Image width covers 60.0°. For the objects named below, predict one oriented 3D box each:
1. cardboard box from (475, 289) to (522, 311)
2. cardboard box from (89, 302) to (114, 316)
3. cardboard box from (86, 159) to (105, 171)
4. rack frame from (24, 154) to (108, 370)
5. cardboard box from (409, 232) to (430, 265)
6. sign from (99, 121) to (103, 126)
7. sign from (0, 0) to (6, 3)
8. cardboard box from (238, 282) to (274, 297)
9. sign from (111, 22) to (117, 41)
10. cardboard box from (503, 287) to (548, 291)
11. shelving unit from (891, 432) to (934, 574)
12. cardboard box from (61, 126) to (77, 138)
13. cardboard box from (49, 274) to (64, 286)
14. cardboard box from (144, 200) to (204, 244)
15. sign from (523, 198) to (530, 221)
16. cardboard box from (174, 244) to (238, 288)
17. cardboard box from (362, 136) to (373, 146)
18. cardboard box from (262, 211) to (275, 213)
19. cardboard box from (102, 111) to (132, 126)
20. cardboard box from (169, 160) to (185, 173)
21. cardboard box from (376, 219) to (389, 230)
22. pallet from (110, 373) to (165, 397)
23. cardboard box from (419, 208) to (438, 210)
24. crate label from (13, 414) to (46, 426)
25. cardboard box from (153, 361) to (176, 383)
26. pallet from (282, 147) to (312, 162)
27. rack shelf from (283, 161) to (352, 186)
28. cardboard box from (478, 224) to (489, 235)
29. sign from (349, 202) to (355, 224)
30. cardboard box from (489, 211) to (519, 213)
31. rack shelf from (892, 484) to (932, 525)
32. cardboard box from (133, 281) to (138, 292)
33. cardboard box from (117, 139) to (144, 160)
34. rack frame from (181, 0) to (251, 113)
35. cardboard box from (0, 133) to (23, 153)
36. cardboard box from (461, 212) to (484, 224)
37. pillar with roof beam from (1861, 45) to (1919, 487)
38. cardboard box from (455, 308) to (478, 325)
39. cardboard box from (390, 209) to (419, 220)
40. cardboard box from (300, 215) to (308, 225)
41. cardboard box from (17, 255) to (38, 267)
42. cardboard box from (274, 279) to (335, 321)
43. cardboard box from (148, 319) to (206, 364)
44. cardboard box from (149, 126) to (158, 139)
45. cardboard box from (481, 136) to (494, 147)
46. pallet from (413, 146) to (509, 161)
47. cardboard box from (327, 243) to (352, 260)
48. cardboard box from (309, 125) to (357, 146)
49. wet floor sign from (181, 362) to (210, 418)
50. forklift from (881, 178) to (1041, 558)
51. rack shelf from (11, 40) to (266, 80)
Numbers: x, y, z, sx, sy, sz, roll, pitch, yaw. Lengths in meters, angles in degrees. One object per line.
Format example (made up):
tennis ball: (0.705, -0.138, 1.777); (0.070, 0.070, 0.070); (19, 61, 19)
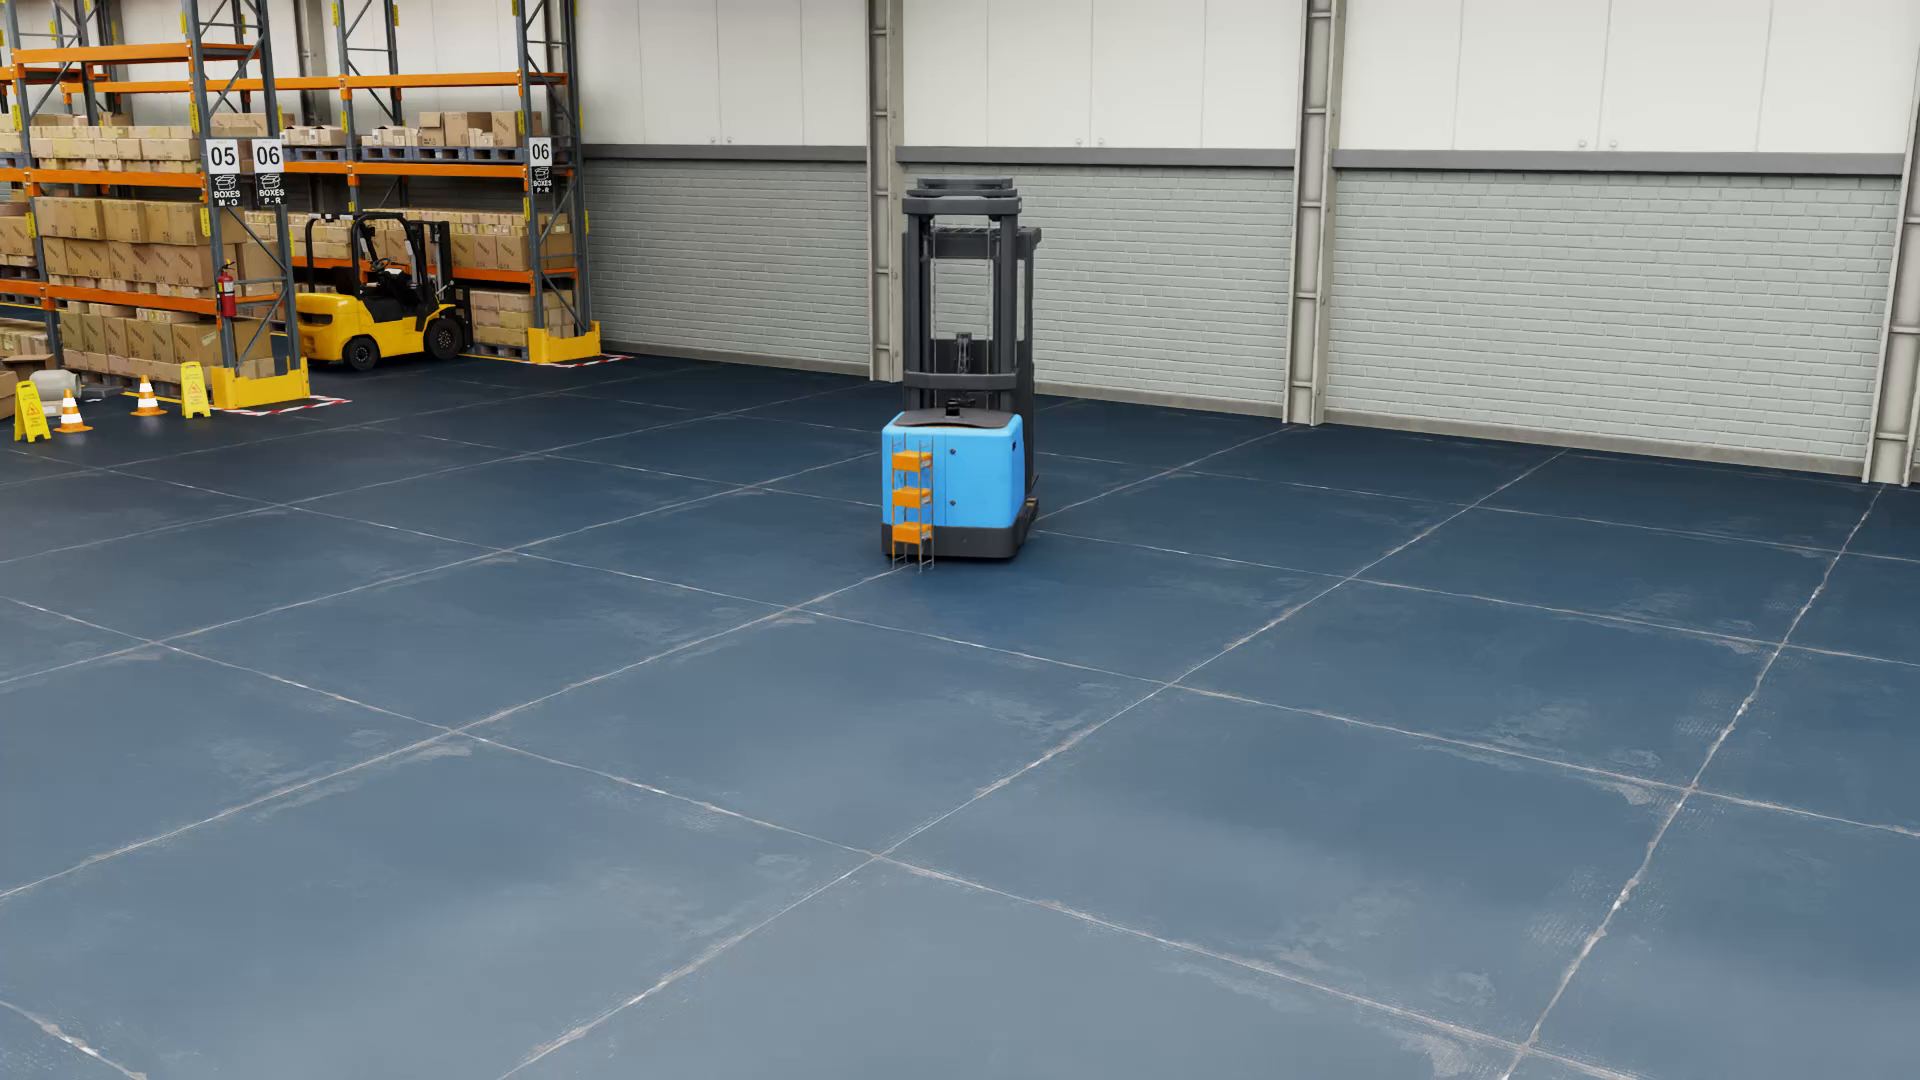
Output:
cardboard box: (-6.868, -3.584, 24.828); (0.500, 0.250, 0.500); (10, 17, 34)
cardboard box: (-11.135, -3.027, 21.747); (0.250, 0.149, 0.380); (10, 17, 35)
cardboard box: (-10.829, -4.762, 21.099); (0.250, 0.149, 0.380); (9, 16, 32)
rack frame: (-11.971, -3.709, 22.565); (0.127, 3.000, 1.000); (9, 17, 33)
cardboard box: (-8.119, -4.502, 25.560); (0.500, 0.500, 0.500); (9, 17, 32)
sign: (-11.675, -5.526, 22.584); (0.005, 0.325, 0.100); (9, 17, 33)
sign: (-12.276, -7.040, 21.263); (0.005, 0.325, 0.100); (9, 17, 33)
cardboard box: (-8.818, -3.138, 20.779); (0.250, 0.149, 0.380); (9, 17, 33)
sign: (-15.537, -9.326, 30.497); (0.005, 0.325, 0.100); (9, 17, 33)
cardboard box: (-6.595, -3.686, 25.239); (0.500, 0.250, 0.500); (9, 17, 33)
shelving unit: (-0.363, -0.283, 12.782); (0.252, 1.050, 0.215); (8, 16, 29)
cardboard box: (-11.243, -5.216, 21.274); (0.250, 0.149, 0.380); (9, 17, 32)
cardboard box: (-11.889, -3.481, 22.166); (0.250, 0.149, 0.380); (9, 17, 33)
cardboard box: (-9.614, -3.946, 20.611); (0.500, 0.500, 0.700); (9, 17, 33)
sign: (-6.199, -4.734, 23.801); (0.005, 0.325, 0.100); (9, 17, 33)
cardboard box: (-9.256, -3.384, 20.423); (0.500, 0.500, 0.500); (9, 16, 32)
cardboard box: (-9.001, -6.165, 25.685); (0.250, 0.149, 0.380); (10, 17, 34)
cardboard box: (-11.680, -5.536, 28.388); (0.250, 0.149, 0.380); (9, 17, 33)
cardboard box: (-15.312, -7.648, 30.194); (0.258, 0.266, 0.396); (9, 17, 33)
cardboard box: (-9.329, -4.526, 20.144); (0.250, 0.149, 0.380); (9, 17, 33)
cardboard box: (-8.871, -4.933, 25.952); (0.250, 0.149, 0.380); (10, 17, 34)
pallet: (-10.378, -2.109, 21.905); (1.213, 0.211, 1.003); (9, 17, 33)
cardboard box: (-8.358, -5.150, 26.208); (0.250, 0.149, 0.380); (9, 17, 32)
crate label: (-10.753, -1.410, 19.234); (0.298, 0.136, 0.250); (1, 14, 4)
cardboard box: (-9.898, -2.168, 21.186); (0.500, 0.250, 0.500); (9, 17, 33)
pallet: (-10.981, -6.378, 27.495); (1.213, 0.211, 1.003); (10, 17, 35)
rack shelf: (-10.864, -6.075, 27.375); (4.000, 0.370, 1.077); (9, 17, 33)
cardboard box: (-6.938, -4.628, 24.718); (0.250, 0.149, 0.380); (9, 17, 32)
sign: (-9.499, -5.114, 25.993); (0.005, 0.325, 0.100); (9, 17, 33)
cardboard box: (-6.899, -4.899, 25.196); (0.250, 0.149, 0.380); (10, 17, 35)
rack shelf: (-0.363, -0.273, 12.784); (0.240, 0.259, 0.215); (8, 16, 29)
cardboard box: (-10.339, -3.267, 21.303); (0.250, 0.149, 0.380); (9, 17, 33)
cardboard box: (-10.077, -4.852, 20.631); (0.500, 0.250, 0.500); (10, 17, 34)
rack frame: (-12.523, -8.148, 28.011); (0.127, 3.000, 1.000); (9, 17, 33)
cardboard box: (-12.537, -5.346, 22.372); (0.500, 0.250, 0.500); (9, 16, 32)
cardboard box: (-7.197, -4.795, 24.772); (0.250, 0.149, 0.380); (10, 17, 34)
pillar with roof beam: (6.574, -4.076, 11.562); (0.400, 9.000, 9.100); (9, 17, 33)
cardboard box: (-7.314, -3.412, 25.173); (0.500, 0.250, 0.500); (9, 16, 32)
cardboard box: (-8.621, -5.056, 25.828); (0.250, 0.149, 0.380); (9, 16, 32)
cardboard box: (-10.484, -5.195, 27.010); (0.250, 0.149, 0.380); (9, 16, 31)
cardboard box: (-12.552, -3.805, 22.601); (0.250, 0.149, 0.380); (9, 17, 34)
cardboard box: (-10.908, -4.024, 27.906); (0.625, 0.625, 0.875); (8, 16, 31)
cardboard box: (-9.897, -2.531, 21.092); (0.500, 0.500, 0.500); (10, 17, 35)
cardboard box: (-9.694, -4.998, 20.391); (0.250, 0.149, 0.380); (9, 17, 33)
cardboard box: (-6.742, -5.800, 24.210); (0.250, 0.149, 0.380); (9, 16, 31)
pallet: (-7.474, -5.840, 25.113); (1.213, 0.211, 1.003); (9, 17, 33)
cardboard box: (-9.768, -4.642, 26.646); (0.500, 0.250, 0.500); (10, 17, 34)
cardboard box: (-9.941, -6.413, 26.349); (0.500, 0.311, 0.500); (9, 16, 31)
wet floor sign: (-9.092, -1.791, 19.716); (0.267, 0.644, 0.232); (-10, 17, -35)
forklift: (0.098, -1.587, 14.135); (1.130, 2.935, 3.031); (2, 14, 8)
rack shelf: (-10.312, -6.002, 20.848); (4.000, 0.370, 1.077); (9, 17, 33)
